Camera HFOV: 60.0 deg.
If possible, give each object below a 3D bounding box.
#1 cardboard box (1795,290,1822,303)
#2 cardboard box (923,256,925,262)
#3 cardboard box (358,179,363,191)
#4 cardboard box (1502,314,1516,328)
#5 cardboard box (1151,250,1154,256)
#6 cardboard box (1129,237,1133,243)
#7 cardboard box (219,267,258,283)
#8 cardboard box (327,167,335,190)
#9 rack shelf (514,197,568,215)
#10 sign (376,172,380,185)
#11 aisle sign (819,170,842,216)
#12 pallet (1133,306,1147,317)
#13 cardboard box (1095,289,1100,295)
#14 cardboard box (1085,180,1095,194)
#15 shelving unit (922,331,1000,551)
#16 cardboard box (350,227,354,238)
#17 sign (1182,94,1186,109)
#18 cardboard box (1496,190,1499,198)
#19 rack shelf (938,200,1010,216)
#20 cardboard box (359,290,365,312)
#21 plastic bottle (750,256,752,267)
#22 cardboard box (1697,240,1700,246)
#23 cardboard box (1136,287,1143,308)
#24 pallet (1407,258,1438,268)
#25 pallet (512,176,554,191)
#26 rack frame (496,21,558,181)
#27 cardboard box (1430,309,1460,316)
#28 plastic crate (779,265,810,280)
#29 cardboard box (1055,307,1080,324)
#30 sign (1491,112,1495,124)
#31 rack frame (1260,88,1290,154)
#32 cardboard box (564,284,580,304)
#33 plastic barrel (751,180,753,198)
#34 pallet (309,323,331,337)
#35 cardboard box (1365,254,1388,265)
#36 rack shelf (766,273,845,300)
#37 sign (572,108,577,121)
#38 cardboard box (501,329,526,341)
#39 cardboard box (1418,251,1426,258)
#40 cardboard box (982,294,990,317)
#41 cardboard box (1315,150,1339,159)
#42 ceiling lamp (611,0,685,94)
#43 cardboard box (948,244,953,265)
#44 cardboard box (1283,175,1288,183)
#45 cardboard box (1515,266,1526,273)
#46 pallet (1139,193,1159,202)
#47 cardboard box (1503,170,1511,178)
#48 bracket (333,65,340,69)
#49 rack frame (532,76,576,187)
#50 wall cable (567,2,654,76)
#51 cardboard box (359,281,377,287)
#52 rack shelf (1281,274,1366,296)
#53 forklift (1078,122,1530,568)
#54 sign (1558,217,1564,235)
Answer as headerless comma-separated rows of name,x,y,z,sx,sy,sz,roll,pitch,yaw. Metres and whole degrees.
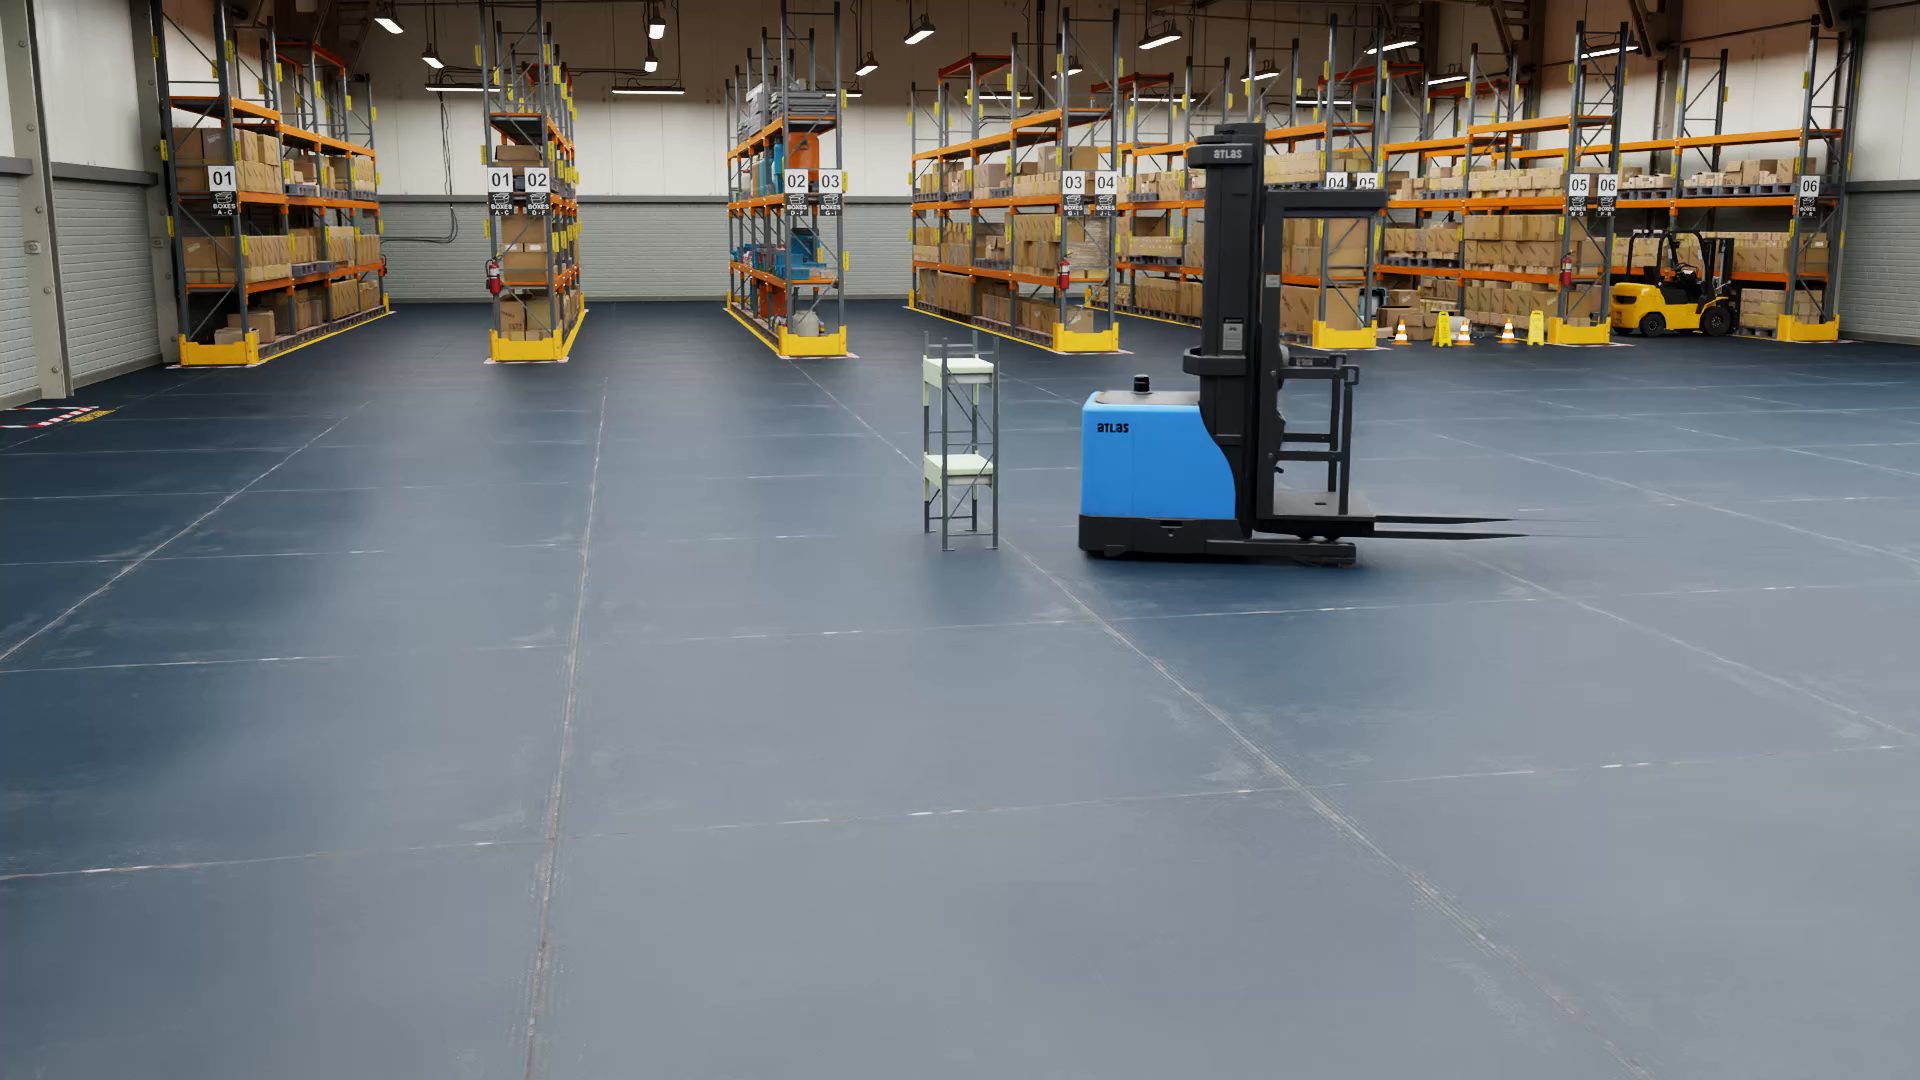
cardboard box,16.992,-4.914,33.546,0.500,0.250,0.500,-2,11,-12
cardboard box,-0.755,-7.382,43.631,0.380,0.149,0.250,-2,11,-12
cardboard box,-14.560,-8.476,39.696,0.500,0.250,0.500,-2,11,-12
cardboard box,11.410,-4.476,33.920,0.500,0.250,0.500,-3,11,-13
cardboard box,4.849,-6.951,40.245,0.380,0.149,0.250,-2,11,-9
cardboard box,4.487,-7.579,41.952,0.380,0.149,0.250,-2,11,-8
cardboard box,-12.049,-4.427,27.781,0.500,0.250,0.500,-2,11,-13
cardboard box,-14.364,-8.064,37.077,0.700,0.500,0.500,-2,11,-12
rack shelf,-8.574,-6.791,33.757,1.077,0.370,4.000,-2,11,-11
sign,-14.842,-9.211,42.390,0.100,0.325,0.005,-2,11,-11
aisle sign,-2.246,-6.025,28.875,0.394,0.787,0.004,-2,11,-11
pallet,5.015,-5.780,42.002,1.003,0.211,1.213,-2,11,-11
cardboard box,3.932,-6.821,45.716,0.380,0.149,0.250,-2,11,-11
cardboard box,2.471,-6.428,30.325,0.500,0.250,0.500,-2,11,-9
shelving unit,0.001,-0.736,12.050,0.431,1.500,0.755,-2,11,-11
cardboard box,-14.258,-7.088,38.291,0.500,0.250,0.500,-2,11,-10
sign,5.109,-9.983,37.868,0.100,0.325,0.005,-2,11,-11
cardboard box,11.277,-7.120,34.232,0.380,0.149,0.250,-2,11,-13
rack shelf,0.366,-7.884,39.500,1.077,0.370,4.000,-2,11,-11
cardboard box,-14.644,-5.710,39.736,0.700,0.500,0.500,-2,11,-10
plastic bottle,-4.726,-6.348,37.872,0.097,0.271,0.097,0,11,0
cardboard box,16.031,-6.363,35.603,0.380,0.149,0.250,-2,11,-10
cardboard box,4.745,-6.126,41.923,0.500,0.500,0.500,-2,11,-9
pallet,10.901,-6.302,37.798,1.003,0.211,1.213,-2,11,-11
pallet,-7.519,-6.131,28.602,1.003,0.211,1.213,-2,11,-11
rack frame,-8.185,-8.251,31.482,1.000,3.000,0.127,-2,11,-11
cardboard box,10.127,-4.552,34.766,0.500,0.500,0.500,6,12,28
plastic crate,-2.939,-4.758,29.570,0.499,0.251,0.616,-2,11,-11
cardboard box,2.056,-4.132,31.446,0.500,0.500,0.500,1,11,4
sign,14.030,-11.101,43.744,0.100,0.325,0.005,-2,11,-11
rack frame,8.920,-11.172,46.828,1.000,3.000,0.127,-2,11,-11
cardboard box,-10.172,-6.403,43.322,0.500,0.500,0.500,-2,11,-11
plastic barrel,-4.344,-7.678,36.191,0.421,0.512,0.421,0,11,0
pallet,-13.671,-4.344,34.454,1.003,0.211,1.213,-2,11,-11
cardboard box,10.122,-6.768,40.131,0.500,0.250,0.500,-3,11,-13
rack shelf,-2.937,-4.764,31.126,1.077,0.370,4.000,-2,11,-11
sign,-9.971,-11.005,43.029,0.100,0.325,0.005,-2,11,-11
cardboard box,-7.801,-3.514,28.866,0.500,0.250,0.500,-2,11,-11
cardboard box,10.623,-6.476,37.749,0.380,0.149,0.250,-2,11,-9
cardboard box,0.905,-5.264,37.337,0.700,0.500,0.500,-3,11,-14
cardboard box,6.797,-7.139,30.807,0.380,0.149,0.250,-2,11,-10
ceiling lamp,-8.586,-13.902,45.560,2.000,3.185,0.800,-2,11,-11
cardboard box,0.017,-6.903,40.174,0.500,0.500,0.500,-2,11,-12
cardboard box,6.502,-7.026,32.347,0.380,0.149,0.250,-2,11,-10
cardboard box,11.431,-5.460,33.533,0.380,0.149,0.250,-2,11,-12
pallet,5.082,-8.367,40.614,1.213,0.211,1.003,-2,11,-11
cardboard box,11.302,-7.460,33.883,0.380,0.149,0.250,-2,11,-12
bracket,-15.818,-11.965,41.364,0.076,0.066,4.783,-2,11,-11
rack frame,-10.519,-10.452,43.045,1.000,3.000,0.127,-2,11,-11
wall cable,-10.438,-14.723,48.114,3.097,2.526,0.112,-2,11,-11
cardboard box,-14.889,-6.433,41.799,0.380,0.149,0.250,-2,11,-9
rack shelf,6.807,-5.106,32.922,1.077,0.370,4.000,-2,11,-11
forklift,2.382,-1.358,11.490,3.031,2.935,1.130,2,11,8
sign,11.483,-5.998,31.746,0.100,0.325,0.005,-2,11,-11
